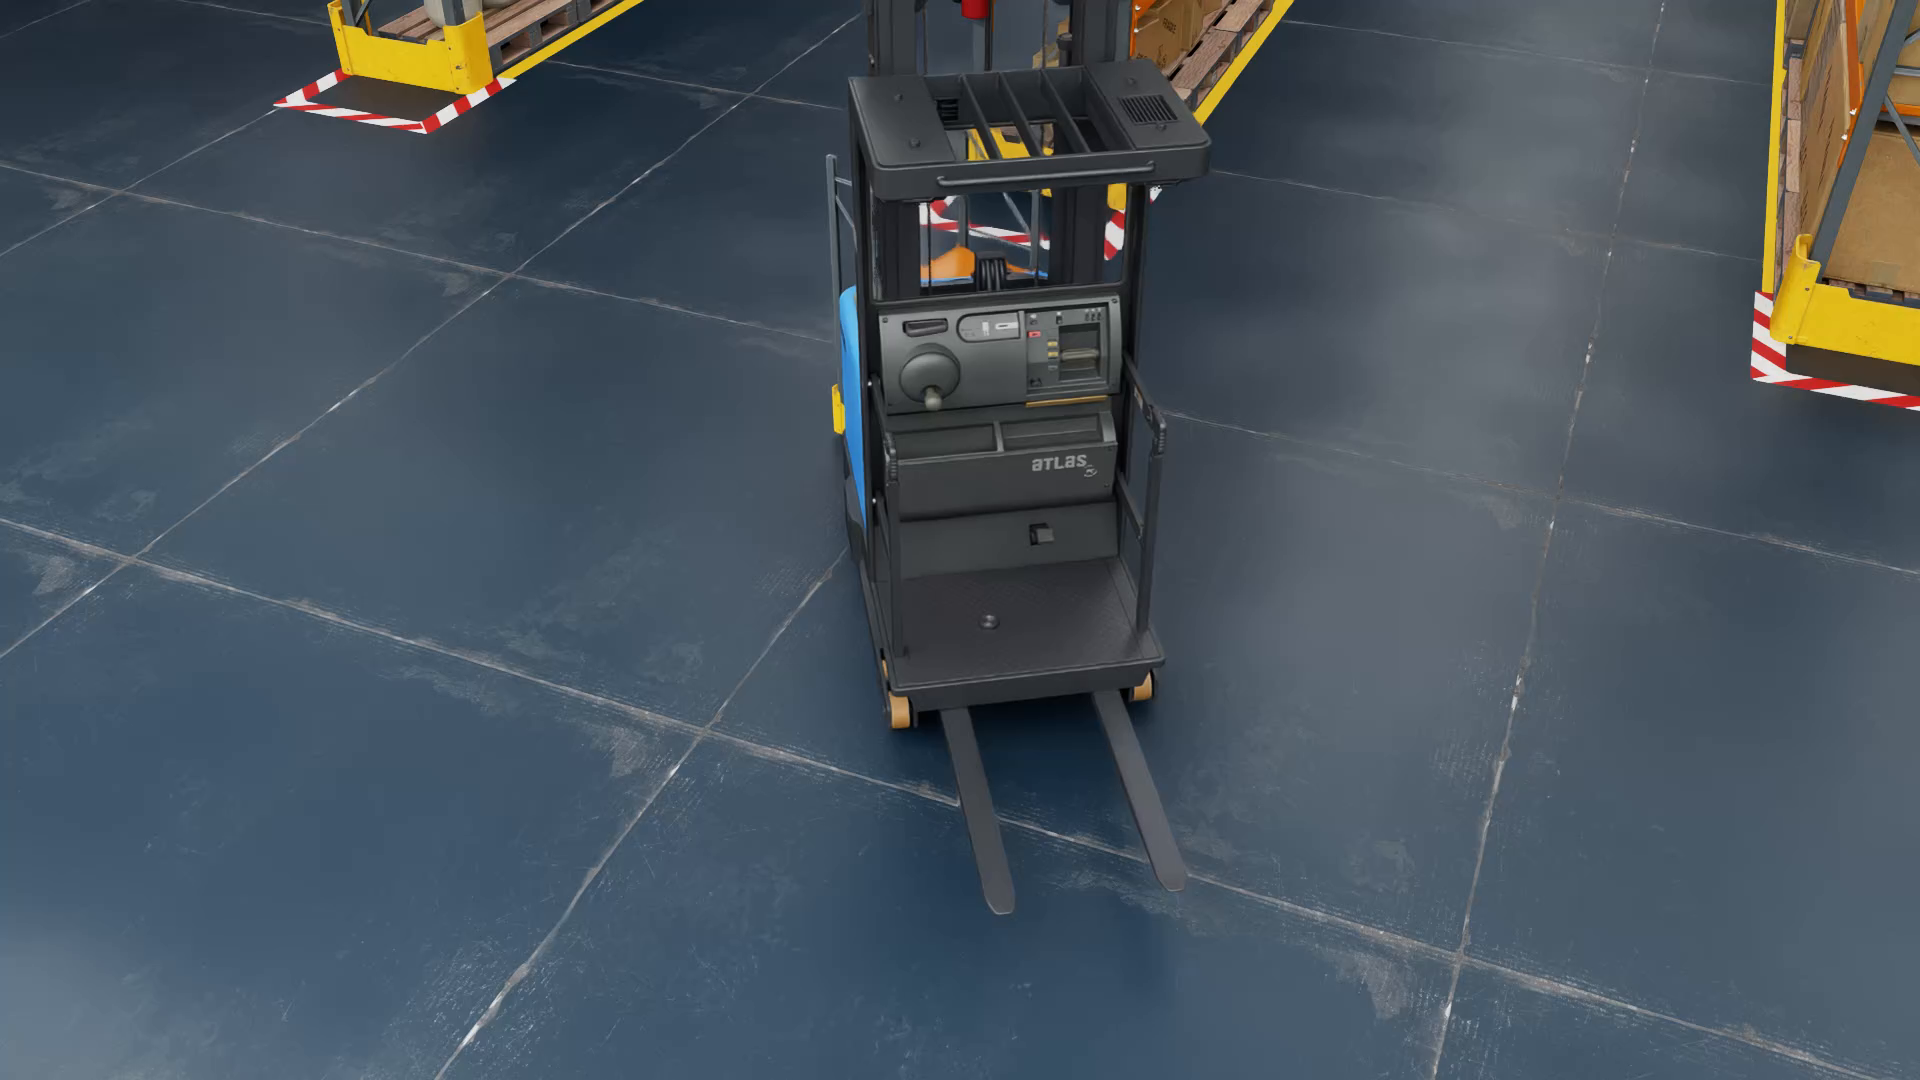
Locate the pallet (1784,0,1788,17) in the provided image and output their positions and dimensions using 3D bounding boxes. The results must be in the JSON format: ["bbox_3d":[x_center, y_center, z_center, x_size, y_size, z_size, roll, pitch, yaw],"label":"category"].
[{"bbox_3d":[7.319,-4.506,13.602,1.003,0.211,1.213,14,39,18],"label":"pallet"}]

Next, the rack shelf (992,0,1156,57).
[{"bbox_3d":[1.323,-4.291,11.587,1.077,0.370,4.000,14,39,18],"label":"rack shelf"}]

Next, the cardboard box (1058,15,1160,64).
[{"bbox_3d":[1.011,-3.320,11.423,0.500,0.500,0.500,25,43,29],"label":"cardboard box"}]

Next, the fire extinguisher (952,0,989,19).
[{"bbox_3d":[0.093,-3.483,9.969,0.296,0.674,0.183,14,39,18],"label":"fire extinguisher"}]

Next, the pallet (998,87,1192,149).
[{"bbox_3d":[0.933,-2.839,11.372,1.003,0.211,1.213,14,39,18],"label":"pallet"}]

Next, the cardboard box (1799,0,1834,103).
[{"bbox_3d":[6.329,-3.486,11.332,0.875,0.875,0.875,14,39,18],"label":"cardboard box"}]

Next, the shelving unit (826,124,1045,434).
[{"bbox_3d":[-0.094,-1.316,8.258,0.587,1.500,1.083,24,43,29],"label":"shelving unit"}]

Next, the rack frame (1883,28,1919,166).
[{"bbox_3d":[5.108,-2.287,8.304,0.949,2.616,0.053,14,39,18],"label":"rack frame"}]

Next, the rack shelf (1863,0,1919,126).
[{"bbox_3d":[5.872,-3.184,9.942,0.919,0.124,3.809,14,39,18],"label":"rack shelf"}]

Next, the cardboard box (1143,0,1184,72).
[{"bbox_3d":[1.267,-3.662,11.881,0.500,0.500,0.500,18,40,22],"label":"cardboard box"}]

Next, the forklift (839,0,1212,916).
[{"bbox_3d":[0.197,-0.644,6.164,1.130,2.935,3.031,-6,37,-8],"label":"forklift"}]

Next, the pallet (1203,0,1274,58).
[{"bbox_3d":[1.862,-4.190,13.179,1.003,0.211,1.213,14,39,18],"label":"pallet"}]

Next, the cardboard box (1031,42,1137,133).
[{"bbox_3d":[0.816,-2.981,10.970,0.500,0.500,0.500,21,42,26],"label":"cardboard box"}]

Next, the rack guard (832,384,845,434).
[{"bbox_3d":[-0.391,-0.576,8.312,0.587,0.250,0.087,24,43,29],"label":"rack guard"}]

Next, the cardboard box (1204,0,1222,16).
[{"bbox_3d":[1.684,-4.323,12.765,0.500,0.500,0.500,27,45,32],"label":"cardboard box"}]

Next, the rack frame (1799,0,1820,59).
[{"bbox_3d":[6.633,-4.501,11.266,1.000,3.000,0.127,14,39,18],"label":"rack frame"}]

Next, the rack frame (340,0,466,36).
[{"bbox_3d":[-4.018,-4.600,11.399,1.000,3.000,0.127,14,39,18],"label":"rack frame"}]

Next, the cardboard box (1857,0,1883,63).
[{"bbox_3d":[5.399,-2.872,8.961,0.875,0.550,0.550,14,39,18],"label":"cardboard box"}]

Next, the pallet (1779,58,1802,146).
[{"bbox_3d":[6.271,-2.981,11.562,1.003,0.211,1.213,14,39,18],"label":"pallet"}]

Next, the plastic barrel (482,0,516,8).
[{"bbox_3d":[-3.647,-4.431,12.900,0.421,0.512,0.421,0,37,0],"label":"plastic barrel"}]

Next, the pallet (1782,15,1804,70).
[{"bbox_3d":[6.857,-3.828,12.696,1.003,0.211,1.213,14,39,18],"label":"pallet"}]

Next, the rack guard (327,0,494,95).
[{"bbox_3d":[-4.033,-3.652,12.218,1.175,0.500,0.348,14,39,18],"label":"rack guard"}]

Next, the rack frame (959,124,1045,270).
[{"bbox_3d":[0.203,-1.556,8.579,0.500,1.500,0.032,24,43,29],"label":"rack frame"}]

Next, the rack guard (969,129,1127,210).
[{"bbox_3d":[0.591,-2.513,10.694,1.175,0.500,0.348,14,39,18],"label":"rack guard"}]

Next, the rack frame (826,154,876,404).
[{"bbox_3d":[-0.403,-1.068,7.926,0.500,1.500,0.032,24,43,29],"label":"rack frame"}]

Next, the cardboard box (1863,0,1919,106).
[{"bbox_3d":[5.210,-2.562,8.547,0.875,0.550,0.550,14,39,18],"label":"cardboard box"}]

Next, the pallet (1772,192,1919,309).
[{"bbox_3d":[5.343,-1.630,9.754,1.003,0.211,1.213,14,39,18],"label":"pallet"}]

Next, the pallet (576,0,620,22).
[{"bbox_3d":[-3.253,-4.658,13.805,1.003,0.211,1.213,14,39,18],"label":"pallet"}]

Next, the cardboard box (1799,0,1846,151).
[{"bbox_3d":[5.989,-2.986,10.663,0.875,0.875,0.875,14,39,18],"label":"cardboard box"}]

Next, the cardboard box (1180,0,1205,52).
[{"bbox_3d":[1.521,-3.961,12.281,0.500,0.500,0.500,11,38,14],"label":"cardboard box"}]

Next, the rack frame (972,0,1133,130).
[{"bbox_3d":[0.562,-3.472,9.890,1.000,3.000,0.127,14,39,18],"label":"rack frame"}]

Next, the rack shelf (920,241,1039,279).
[{"bbox_3d":[-0.100,-1.168,8.360,0.538,0.185,1.000,24,43,29],"label":"rack shelf"}]

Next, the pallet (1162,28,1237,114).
[{"bbox_3d":[1.399,-3.512,12.272,1.003,0.211,1.213,14,39,18],"label":"pallet"}]

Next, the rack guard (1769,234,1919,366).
[{"bbox_3d":[5.102,-1.272,9.034,1.175,0.500,0.348,14,39,18],"label":"rack guard"}]
